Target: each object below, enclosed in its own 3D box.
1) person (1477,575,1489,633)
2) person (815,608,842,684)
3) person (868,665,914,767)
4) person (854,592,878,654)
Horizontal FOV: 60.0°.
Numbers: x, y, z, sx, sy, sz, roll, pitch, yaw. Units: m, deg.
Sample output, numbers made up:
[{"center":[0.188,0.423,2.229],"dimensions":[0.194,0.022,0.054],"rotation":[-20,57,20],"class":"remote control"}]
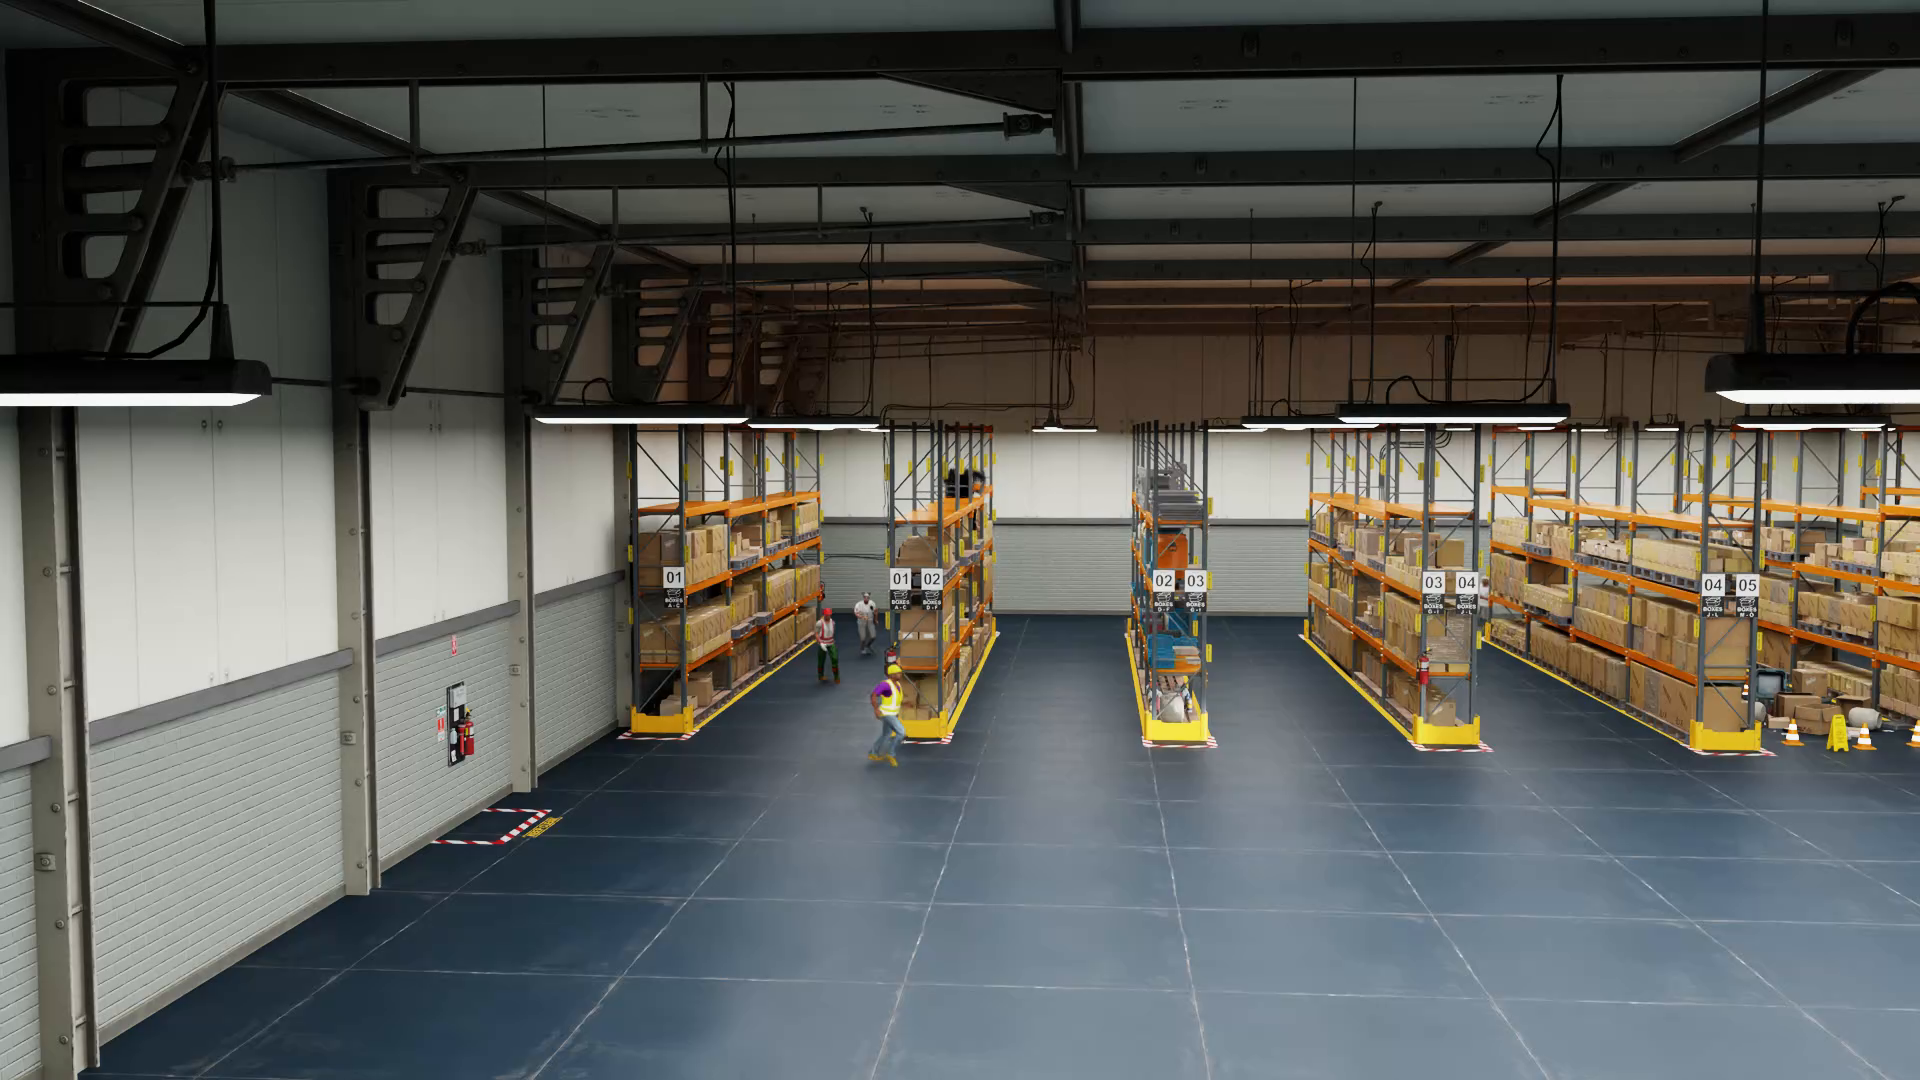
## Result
[{"center":[14.976,1.874,47.339],"dimensions":[0.680,1.807,0.671],"rotation":[-2,4,-31],"class":"person"},{"center":[-3.086,2.462,38.355],"dimensions":[0.616,1.832,0.765],"rotation":[-2,4,-25],"class":"person"},{"center":[-1.224,3.042,28.768],"dimensions":[0.834,1.774,0.644],"rotation":[1,4,19],"class":"person"},{"center":[-2.429,2.152,43.247],"dimensions":[0.671,1.662,0.809],"rotation":[-1,4,-16],"class":"person"}]
